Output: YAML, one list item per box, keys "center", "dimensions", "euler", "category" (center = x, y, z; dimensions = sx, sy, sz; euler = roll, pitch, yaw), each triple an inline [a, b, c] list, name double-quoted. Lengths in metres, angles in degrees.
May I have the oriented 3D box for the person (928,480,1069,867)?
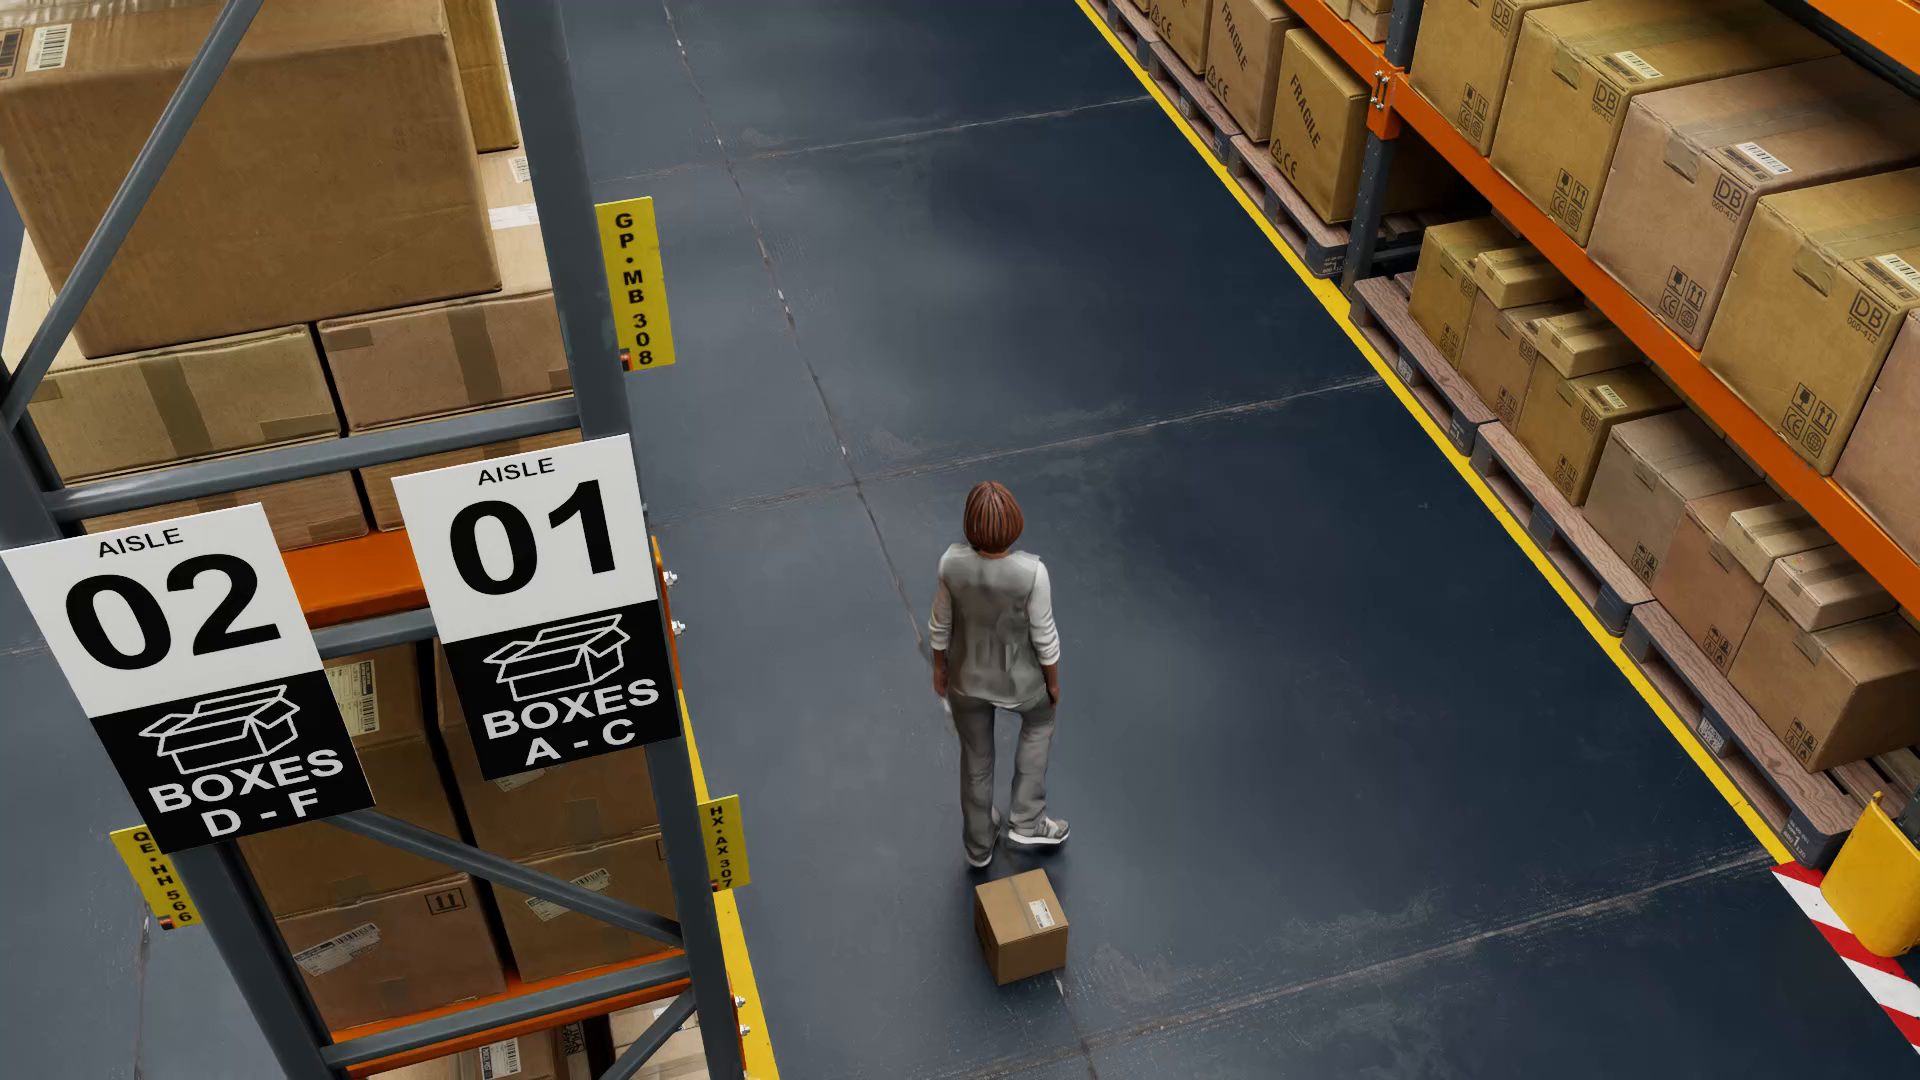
- center: [0.141, 0.491, 5.609]
  dimensions: [0.522, 1.582, 0.440]
  euler: [8, 43, 8]
  category: "person"
